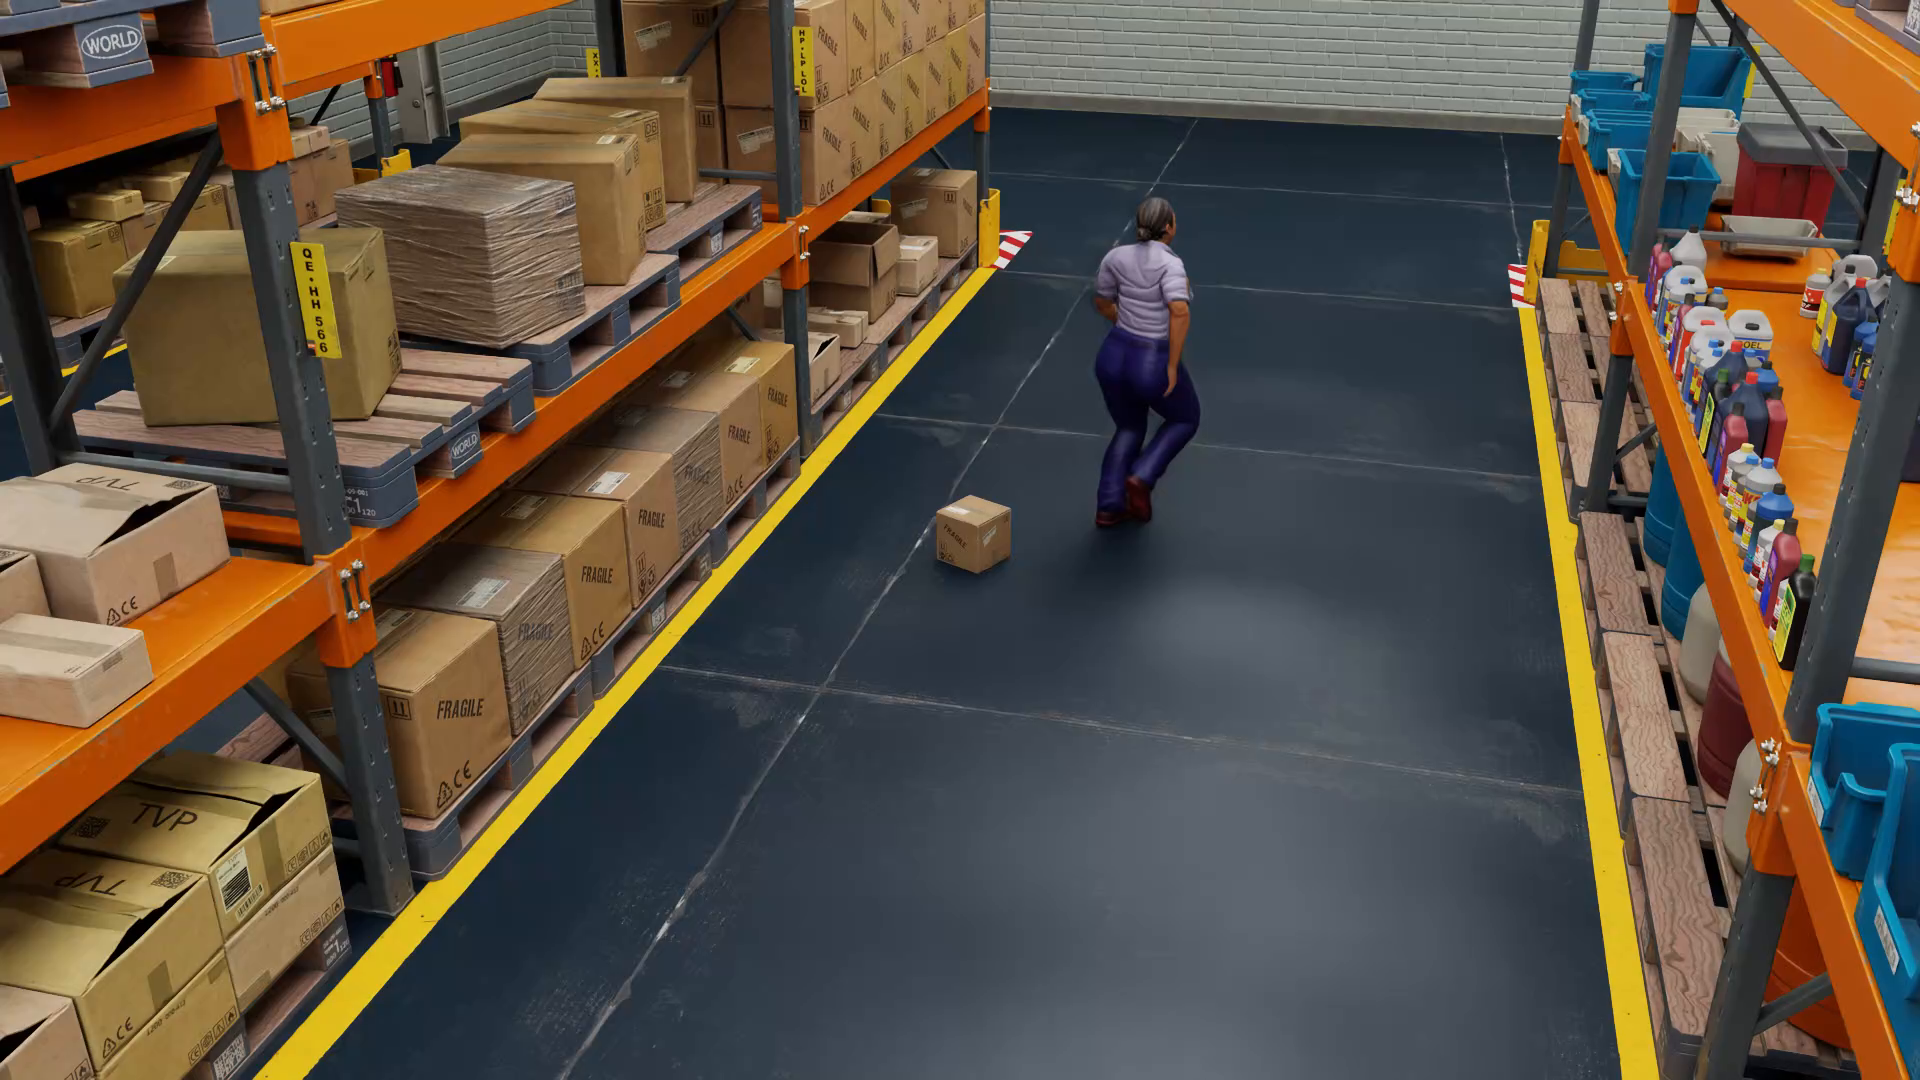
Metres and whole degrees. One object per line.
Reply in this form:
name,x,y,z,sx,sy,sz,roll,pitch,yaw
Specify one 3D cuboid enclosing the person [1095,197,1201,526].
person,0.917,-0.852,7.972,0.628,1.585,0.586,20,32,36
